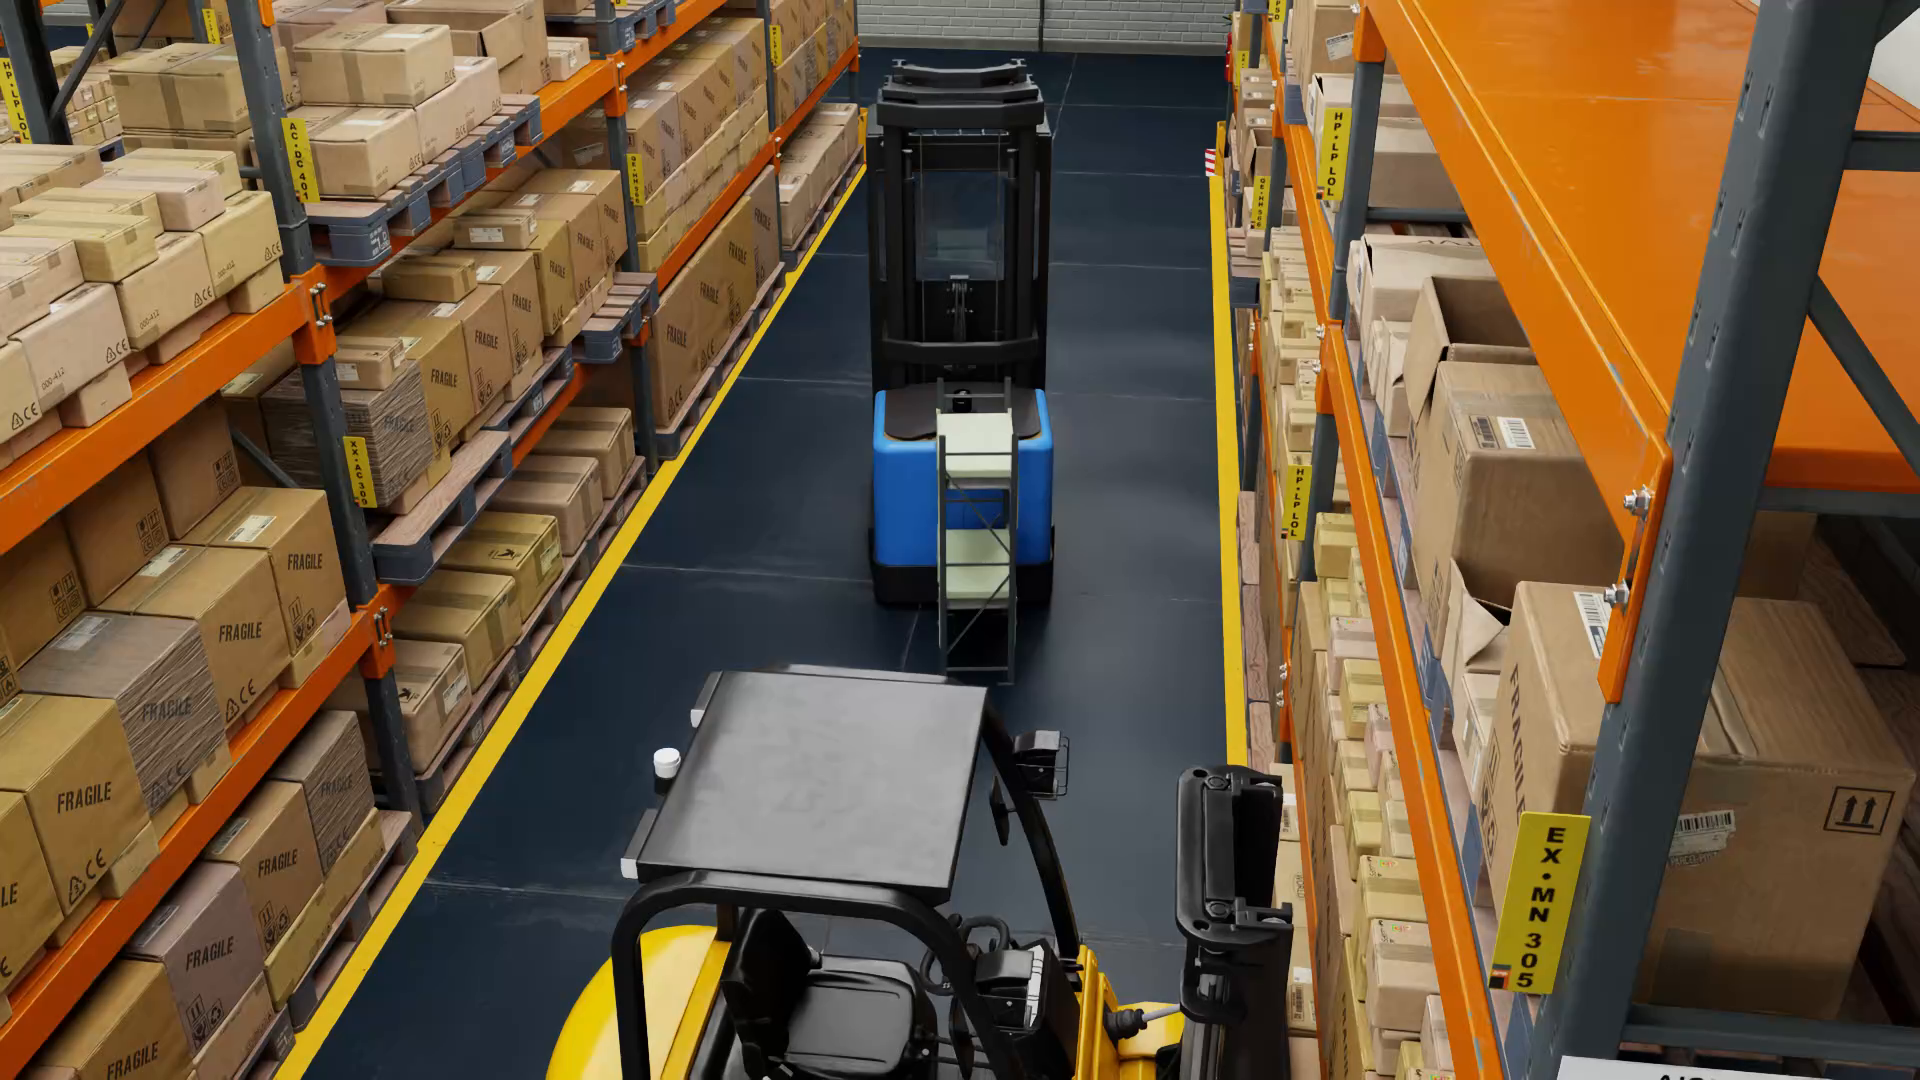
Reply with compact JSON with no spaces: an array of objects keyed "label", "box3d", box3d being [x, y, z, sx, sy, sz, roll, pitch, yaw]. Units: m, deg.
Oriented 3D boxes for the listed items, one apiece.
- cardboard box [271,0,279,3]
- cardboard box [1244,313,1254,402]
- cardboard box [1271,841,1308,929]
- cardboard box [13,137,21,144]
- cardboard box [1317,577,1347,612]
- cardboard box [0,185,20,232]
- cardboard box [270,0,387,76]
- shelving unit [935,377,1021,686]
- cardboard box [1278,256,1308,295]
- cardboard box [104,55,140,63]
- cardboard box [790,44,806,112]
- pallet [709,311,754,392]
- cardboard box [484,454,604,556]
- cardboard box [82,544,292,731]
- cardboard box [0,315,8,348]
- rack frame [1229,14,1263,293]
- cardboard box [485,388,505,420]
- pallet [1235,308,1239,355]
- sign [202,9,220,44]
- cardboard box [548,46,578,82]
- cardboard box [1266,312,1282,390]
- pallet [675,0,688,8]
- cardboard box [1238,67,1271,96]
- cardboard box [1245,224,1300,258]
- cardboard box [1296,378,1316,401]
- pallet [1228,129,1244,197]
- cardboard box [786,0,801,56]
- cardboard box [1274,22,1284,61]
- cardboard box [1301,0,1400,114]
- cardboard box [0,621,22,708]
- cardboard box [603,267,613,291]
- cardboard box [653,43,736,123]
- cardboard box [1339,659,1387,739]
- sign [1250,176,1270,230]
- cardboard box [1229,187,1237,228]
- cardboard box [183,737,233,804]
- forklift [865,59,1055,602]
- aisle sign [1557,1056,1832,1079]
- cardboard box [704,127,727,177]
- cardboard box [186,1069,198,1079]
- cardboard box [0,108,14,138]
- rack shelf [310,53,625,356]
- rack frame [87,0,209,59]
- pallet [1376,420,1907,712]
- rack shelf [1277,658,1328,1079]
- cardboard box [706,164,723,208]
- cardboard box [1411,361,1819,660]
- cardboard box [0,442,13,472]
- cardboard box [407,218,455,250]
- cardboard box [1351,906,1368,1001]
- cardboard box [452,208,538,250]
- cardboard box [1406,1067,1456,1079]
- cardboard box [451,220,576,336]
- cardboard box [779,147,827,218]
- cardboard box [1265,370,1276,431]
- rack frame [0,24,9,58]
[{"label":"cardboard box","box3d":[-6.573,-5.230,15.614,0.500,0.500,0.500,4,29,7]},{"label":"cardboard box","box3d":[2.323,-1.304,11.993,0.500,0.500,0.500,5,29,8]},{"label":"cardboard box","box3d":[1.417,1.391,6.199,0.500,0.250,0.500,3,28,6]},{"label":"cardboard box","box3d":[-7.120,-2.964,12.390,0.380,0.149,0.250,3,28,6]},{"label":"cardboard box","box3d":[1.561,0.161,6.291,0.380,0.149,0.250,3,28,5]},{"label":"cardboard box","box3d":[-3.473,-1.114,5.709,0.380,0.149,0.250,2,28,5]},{"label":"cardboard box","box3d":[-3.018,-2.352,7.770,0.500,0.250,0.500,4,29,7]},{"label":"shelving unit","box3d":[0.085,-0.043,9.037,0.431,1.500,0.755,-1,29,-1]},{"label":"cardboard box","box3d":[1.982,-1.475,9.328,0.380,0.149,0.250,4,29,8]},{"label":"cardboard box","box3d":[-6.898,-3.946,13.898,0.380,0.149,0.250,3,28,5]},{"label":"cardboard box","box3d":[-1.703,-4.183,15.038,0.500,0.500,0.500,4,29,7]},{"label":"pallet","box3d":[-2.252,-1.525,13.150,1.003,0.211,1.213,3,28,6]},{"label":"cardboard box","box3d":[-2.737,-0.228,10.131,0.950,0.372,0.625,3,28,5]},{"label":"cardboard box","box3d":[-2.930,0.361,6.291,0.500,0.500,0.500,4,29,8]},{"label":"cardboard box","box3d":[-2.983,-0.594,4.744,0.380,0.149,0.250,4,29,7]},{"label":"rack frame","box3d":[2.841,-3.409,13.708,1.000,3.000,0.127,3,28,6]},{"label":"cardboard box","box3d":[-2.581,-0.736,8.568,0.380,0.149,0.250,4,29,7]},{"label":"pallet","box3d":[2.779,-1.797,13.655,1.003,0.211,1.213,3,28,6]},{"label":"sign","box3d":[-6.460,-4.415,14.355,0.100,0.325,0.005,3,28,6]},{"label":"cardboard box","box3d":[-2.428,-2.745,9.578,0.380,0.149,0.250,3,28,6]},{"label":"cardboard box","box3d":[1.910,-1.005,8.876,0.500,0.250,0.500,3,28,5]},{"label":"pallet","box3d":[-2.415,-3.883,11.624,1.003,0.211,1.213,5,29,9]},{"label":"cardboard box","box3d":[2.708,-3.965,14.584,0.500,0.250,0.500,3,29,6]},{"label":"cardboard box","box3d":[2.051,-1.932,10.788,0.380,0.149,0.250,4,29,7]},{"label":"cardboard box","box3d":[1.773,-0.633,7.765,0.380,0.149,0.250,3,28,5]},{"label":"pallet","box3d":[2.635,-2.955,13.067,1.003,0.211,1.213,3,28,6]},{"label":"cardboard box","box3d":[-1.719,-4.628,14.810,0.500,0.500,0.500,3,28,6]},{"label":"cardboard box","box3d":[2.173,-3.037,10.012,0.500,0.250,0.500,2,28,5]},{"label":"cardboard box","box3d":[1.896,-2.314,7.859,0.500,0.500,0.500,4,29,7]},{"label":"cardboard box","box3d":[-3.481,0.374,5.213,0.700,0.500,0.500,3,28,6]},{"label":"cardboard box","box3d":[-2.343,-1.589,10.151,0.380,0.149,0.250,4,29,7]},{"label":"cardboard box","box3d":[-2.029,-3.474,12.668,0.500,0.500,0.500,4,29,8]},{"label":"cardboard box","box3d":[1.424,0.516,5.318,0.380,0.149,0.250,3,28,5]},{"label":"sign","box3d":[1.811,-2.029,10.008,0.100,0.325,0.005,3,28,6]},{"label":"cardboard box","box3d":[2.892,-3.206,15.522,0.700,0.500,0.500,2,28,4]},{"label":"cardboard box","box3d":[-2.924,0.828,6.108,0.380,0.149,0.250,3,28,5]},{"label":"forklift","box3d":[-0.015,-1.586,10.395,1.130,2.935,3.031,-1,28,-1]},{"label":"aisle sign","box3d":[1.071,1.108,2.581,0.394,0.787,0.004,3,28,6]},{"label":"cardboard box","box3d":[-2.056,-2.907,12.406,0.500,0.250,0.500,4,29,7]},{"label":"cardboard box","box3d":[-3.058,2.117,5.906,0.500,0.250,0.500,5,29,10]},{"label":"cardboard box","box3d":[-7.123,-3.090,12.310,0.380,0.149,0.250,5,29,9]},{"label":"rack shelf","box3d":[-2.821,-1.876,8.457,1.077,0.370,4.000,3,28,6]},{"label":"rack frame","box3d":[-7.011,-3.936,14.686,1.000,3.000,0.127,3,28,6]},{"label":"pallet","box3d":[1.630,0.050,4.217,1.003,0.211,1.213,3,28,6]},{"label":"rack shelf","box3d":[1.616,1.614,5.141,1.077,0.370,4.000,3,28,6]},{"label":"cardboard box","box3d":[-2.094,-2.685,12.521,0.500,0.250,0.500,3,28,6]},{"label":"cardboard box","box3d":[1.408,-0.053,3.662,0.700,0.500,0.500,4,29,7]},{"label":"cardboard box","box3d":[-3.086,-0.252,4.950,0.380,0.149,0.250,3,28,6]},{"label":"cardboard box","box3d":[-2.976,-1.479,9.262,0.500,0.500,0.500,4,29,7]},{"label":"cardboard box","box3d":[1.268,1.125,4.502,0.380,0.149,0.250,4,29,7]},{"label":"cardboard box","box3d":[-2.496,-1.672,8.938,0.380,0.149,0.250,2,28,4]},{"label":"cardboard box","box3d":[1.210,1.355,3.761,0.380,0.149,0.250,4,29,7]},{"label":"cardboard box","box3d":[-2.469,-1.461,9.230,0.500,0.500,0.500,1,28,3]},{"label":"cardboard box","box3d":[-1.793,-3.464,16.068,0.875,0.438,0.875,3,28,5]},{"label":"cardboard box","box3d":[1.931,-0.787,8.998,0.500,0.250,0.500,2,28,5]},{"label":"rack frame","box3d":[-11.431,-6.155,18.804,1.000,3.000,0.127,3,28,6]}]
